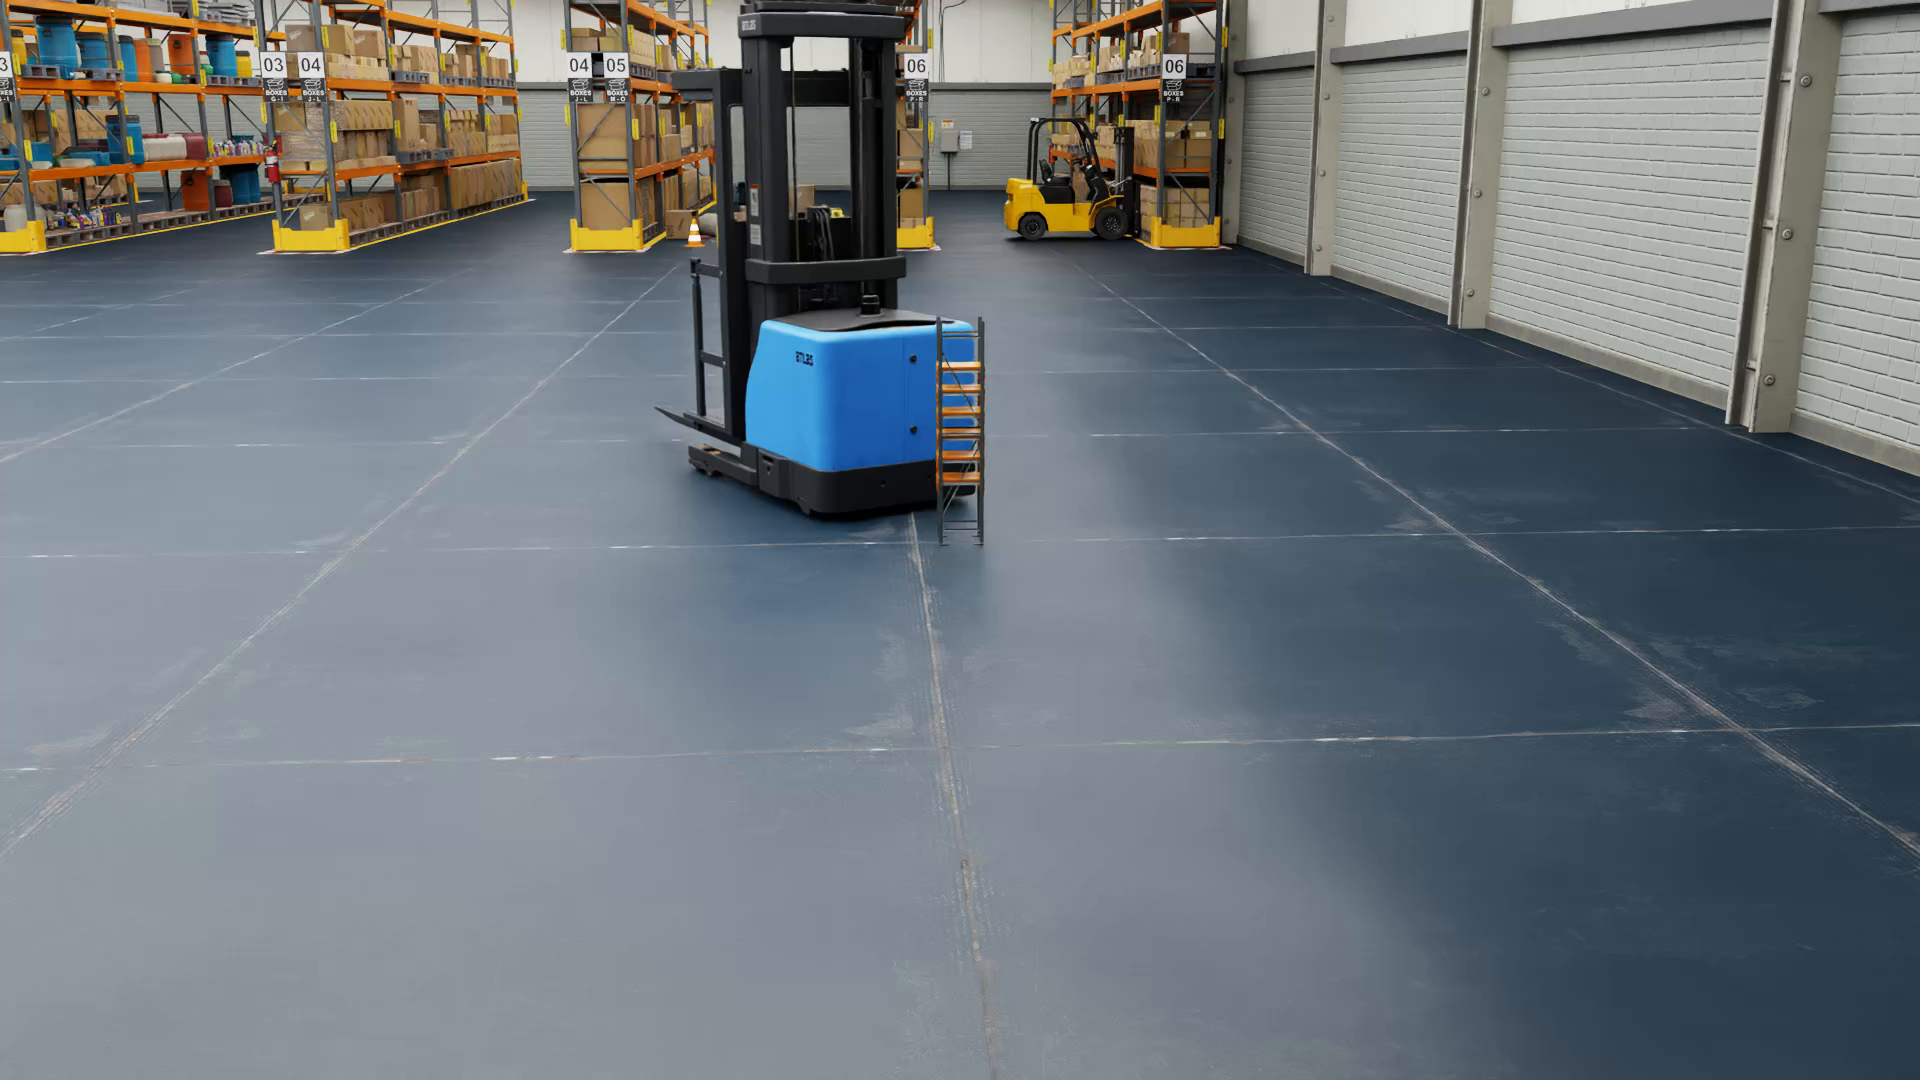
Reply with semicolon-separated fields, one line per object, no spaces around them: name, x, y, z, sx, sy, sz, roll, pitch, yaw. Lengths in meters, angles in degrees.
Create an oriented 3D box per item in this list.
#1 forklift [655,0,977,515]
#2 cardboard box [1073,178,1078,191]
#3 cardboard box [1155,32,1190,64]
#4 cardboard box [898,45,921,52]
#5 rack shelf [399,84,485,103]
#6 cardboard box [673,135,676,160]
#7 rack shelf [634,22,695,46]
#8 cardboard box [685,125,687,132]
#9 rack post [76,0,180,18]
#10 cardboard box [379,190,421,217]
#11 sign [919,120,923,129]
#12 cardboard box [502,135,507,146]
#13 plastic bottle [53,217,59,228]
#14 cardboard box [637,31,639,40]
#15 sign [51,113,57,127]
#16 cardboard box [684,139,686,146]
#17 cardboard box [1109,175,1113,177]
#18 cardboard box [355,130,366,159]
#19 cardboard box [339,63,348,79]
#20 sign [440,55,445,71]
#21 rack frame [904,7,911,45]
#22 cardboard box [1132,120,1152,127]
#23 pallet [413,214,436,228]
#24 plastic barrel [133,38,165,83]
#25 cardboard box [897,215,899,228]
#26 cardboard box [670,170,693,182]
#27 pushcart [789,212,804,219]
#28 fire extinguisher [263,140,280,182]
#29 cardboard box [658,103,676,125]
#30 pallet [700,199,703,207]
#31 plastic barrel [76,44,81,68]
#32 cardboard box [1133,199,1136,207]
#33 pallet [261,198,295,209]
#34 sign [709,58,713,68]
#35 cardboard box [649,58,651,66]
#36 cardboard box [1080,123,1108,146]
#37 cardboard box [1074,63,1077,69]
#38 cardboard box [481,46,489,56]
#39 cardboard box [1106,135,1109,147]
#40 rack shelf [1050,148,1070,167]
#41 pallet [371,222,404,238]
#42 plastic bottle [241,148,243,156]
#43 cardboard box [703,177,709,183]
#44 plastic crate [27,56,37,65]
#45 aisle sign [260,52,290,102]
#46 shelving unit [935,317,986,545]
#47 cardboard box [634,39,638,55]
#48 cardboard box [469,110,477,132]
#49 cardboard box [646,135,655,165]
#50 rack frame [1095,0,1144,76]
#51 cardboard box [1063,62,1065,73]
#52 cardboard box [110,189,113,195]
forklift;-1.100;-1.879;10.447;1.130;2.935;3.031;-9;17;-30
cardboard box;2.973;-8.426;39.927;0.500;0.500;0.500;0;14;-1
cardboard box;3.641;-8.431;28.512;0.500;0.500;0.500;0;14;-2
cardboard box;-0.861;-8.303;28.163;0.380;0.149;0.250;-1;14;-4
rack shelf;-11.553;-9.933;37.036;1.077;0.370;4.000;-1;14;-3
cardboard box;-6.116;-8.075;34.190;0.500;0.500;0.500;-1;14;-4
rack shelf;-6.596;-11.243;36.912;1.077;0.370;4.000;-1;14;-3
cardboard box;-6.441;-9.393;37.981;0.380;0.149;0.250;-1;14;-5
rack post;-16.333;-10.751;32.349;1.013;1.000;3.121;-1;14;-3
cardboard box;-11.244;-6.750;33.375;0.700;0.500;0.500;-2;15;-8
sign;-0.749;-7.919;32.047;0.100;0.325;0.005;-1;14;-3
cardboard box;-11.531;-9.894;41.163;0.500;0.250;0.500;-1;14;-3
plastic bottle;-16.321;-5.725;29.988;0.097;0.201;0.097;0;14;0
cardboard box;-5.742;-8.703;28.672;0.380;0.149;0.250;-1;14;-4
sign;-21.011;-9.744;38.555;0.100;0.325;0.005;-1;14;-3
cardboard box;-6.398;-8.973;37.543;0.380;0.149;0.250;-1;14;-5
cardboard box;3.621;-8.264;37.996;0.380;0.149;0.250;-1;14;-5
cardboard box;-11.098;-7.043;29.584;0.875;0.500;0.500;-1;14;-3
cardboard box;-10.743;-7.974;28.278;0.500;0.250;0.500;-1;14;-5
sign;-10.887;-10.042;34.979;0.100;0.325;0.005;-1;14;-3
rack frame;-1.538;-11.390;35.234;1.000;3.000;0.127;-1;14;-3
cardboard box;3.432;-7.797;31.212;0.380;0.149;0.250;-1;14;-2
pallet;-11.310;-6.484;33.802;1.003;0.211;1.213;-1;14;-3
plastic barrel;-16.538;-9.743;33.847;0.600;0.901;0.600;0;14;0
cardboard box;-0.887;-5.834;30.356;0.500;0.250;0.500;0;14;0
cardboard box;-6.356;-8.293;37.906;0.500;0.250;0.500;-2;15;-6
pushcart;-3.563;-6.172;32.257;1.648;0.377;0.936;-6;16;-23
fire extinguisher;-11.386;-6.269;27.525;0.296;0.674;0.183;-1;14;-3
cardboard box;-7.019;-10.167;39.717;0.500;0.500;0.500;-1;14;-5
pallet;-6.797;-8.194;40.448;1.003;0.211;1.213;-1;14;-3
plastic barrel;-16.294;-8.860;30.355;0.421;0.512;0.421;0;14;0
cardboard box;3.469;-6.180;30.697;0.500;0.250;0.500;-1;14;-4
pallet;-16.705;-8.081;40.012;1.003;0.211;1.213;-1;14;-3
sign;-6.413;-12.257;42.849;0.100;0.325;0.005;-1;14;-3
cardboard box;-5.834;-8.695;30.240;0.380;0.149;0.250;-1;14;-3
cardboard box;3.130;-9.218;37.784;0.797;0.503;0.637;-1;14;-5
cardboard box;2.852;-11.010;38.641;0.380;0.149;0.250;-1;14;-4
cardboard box;-11.810;-11.934;40.622;0.500;0.250;0.500;-1;14;-5
cardboard box;3.301;-8.236;34.312;0.500;0.250;0.500;-1;14;-3
rack shelf;3.044;-9.706;42.172;1.077;0.370;4.000;-1;14;-3
pallet;-11.104;-5.820;31.221;1.003;0.211;1.213;-1;14;-3
plastic bottle;-16.162;-8.725;37.314;0.097;0.201;0.097;0;14;0
cardboard box;-6.556;-9.098;42.052;0.380;0.149;0.250;0;14;-1
plastic crate;-16.296;-8.180;28.810;0.392;0.384;0.575;-1;14;-3
aisle sign;-11.229;-7.581;27.252;0.394;0.787;0.004;-1;14;-3
shelving unit;0.001;-0.577;8.863;0.258;1.200;0.189;-1;14;-3
cardboard box;-5.783;-8.419;28.370;0.500;0.250;0.500;-1;14;-4
cardboard box;-11.629;-9.702;38.499;0.797;0.503;0.637;-1;14;-5
cardboard box;-6.133;-7.233;30.816;0.875;0.550;0.550;-1;14;-3
rack frame;3.416;-11.467;35.535;1.000;3.000;0.127;-1;14;-3
cardboard box;2.833;-11.697;41.149;0.500;0.250;0.500;-1;14;-2
cardboard box;-21.597;-8.776;41.919;0.380;0.166;0.250;-1;14;-3
